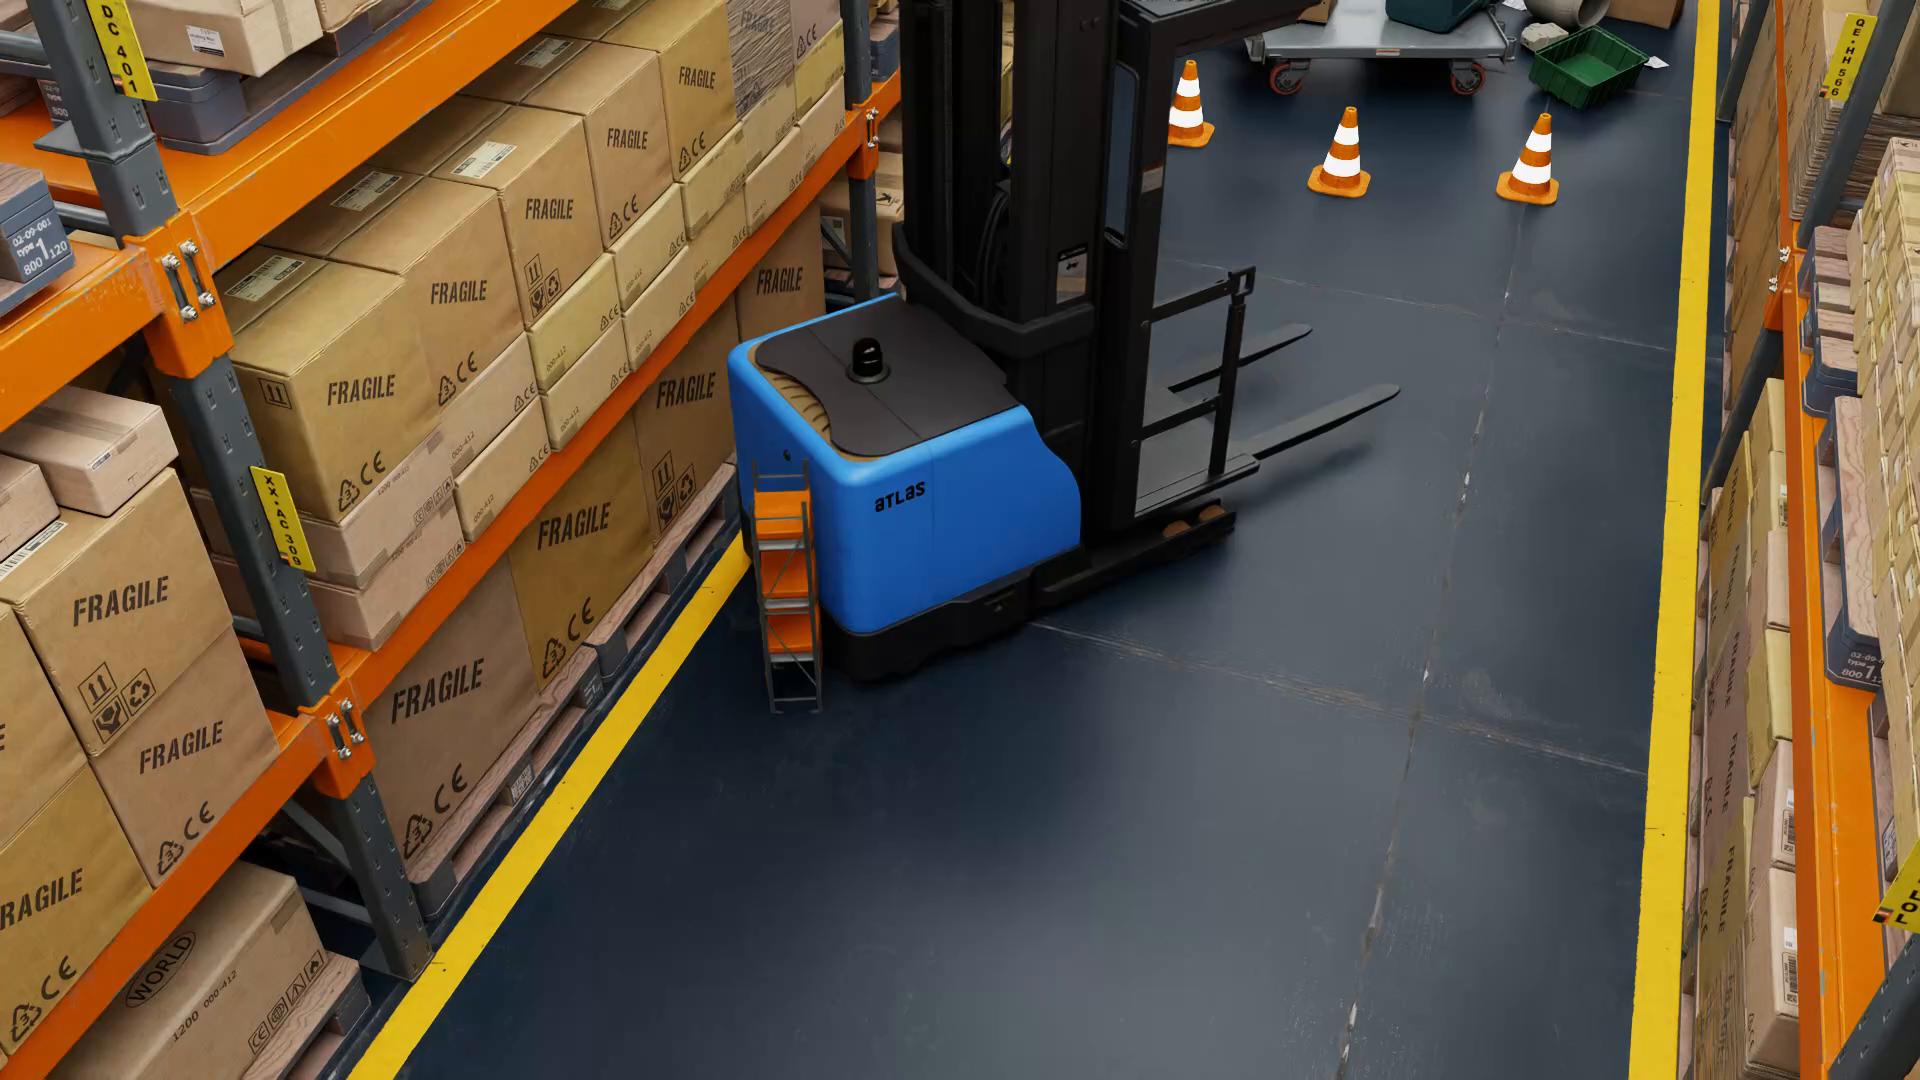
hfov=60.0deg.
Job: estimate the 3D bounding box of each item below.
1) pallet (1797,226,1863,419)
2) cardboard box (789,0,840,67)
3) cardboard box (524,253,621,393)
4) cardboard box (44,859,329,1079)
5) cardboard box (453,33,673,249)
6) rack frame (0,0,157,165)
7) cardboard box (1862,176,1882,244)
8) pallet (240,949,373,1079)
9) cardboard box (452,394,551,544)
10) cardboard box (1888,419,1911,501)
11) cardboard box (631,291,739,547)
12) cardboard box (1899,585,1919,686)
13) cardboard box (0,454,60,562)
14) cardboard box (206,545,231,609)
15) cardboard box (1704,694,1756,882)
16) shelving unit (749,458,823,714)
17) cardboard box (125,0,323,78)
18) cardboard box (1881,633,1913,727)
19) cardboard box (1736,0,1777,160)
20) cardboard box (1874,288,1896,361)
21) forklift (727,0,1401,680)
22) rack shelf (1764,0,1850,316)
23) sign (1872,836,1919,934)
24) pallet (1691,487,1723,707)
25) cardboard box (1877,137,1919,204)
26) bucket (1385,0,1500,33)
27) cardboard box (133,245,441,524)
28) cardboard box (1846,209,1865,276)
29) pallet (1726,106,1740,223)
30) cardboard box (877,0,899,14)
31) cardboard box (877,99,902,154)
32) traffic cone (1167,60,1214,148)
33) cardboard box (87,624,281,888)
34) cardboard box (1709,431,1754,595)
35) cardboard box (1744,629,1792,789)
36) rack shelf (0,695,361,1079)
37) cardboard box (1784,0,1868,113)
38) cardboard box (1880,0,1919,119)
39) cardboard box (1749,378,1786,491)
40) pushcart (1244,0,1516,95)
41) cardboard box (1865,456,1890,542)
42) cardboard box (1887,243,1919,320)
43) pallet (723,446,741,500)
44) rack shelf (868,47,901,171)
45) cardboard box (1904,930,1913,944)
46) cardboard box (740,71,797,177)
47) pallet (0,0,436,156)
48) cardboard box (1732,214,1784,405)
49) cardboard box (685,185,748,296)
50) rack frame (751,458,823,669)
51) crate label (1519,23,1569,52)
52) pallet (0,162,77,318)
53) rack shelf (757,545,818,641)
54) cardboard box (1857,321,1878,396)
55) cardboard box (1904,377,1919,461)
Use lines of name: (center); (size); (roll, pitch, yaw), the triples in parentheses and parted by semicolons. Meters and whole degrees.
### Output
pallet: (3.651, -0.685, 5.889); (1.213, 0.211, 1.003); (13, 42, 15)
cardboard box: (-0.822, -2.298, 6.785); (0.500, 0.500, 0.500); (12, 42, 14)
cardboard box: (-1.494, -0.778, 5.581); (0.500, 0.250, 0.500); (14, 42, 16)
cardboard box: (-2.575, 1.361, 4.994); (0.875, 0.438, 0.875); (13, 42, 14)
cardboard box: (-1.346, -1.375, 5.703); (0.500, 0.500, 0.500); (13, 42, 14)
rack frame: (-2.259, -2.095, 2.773); (1.000, 3.000, 0.127); (13, 42, 15)
cardboard box: (3.441, -1.143, 5.919); (0.380, 0.149, 0.250); (15, 43, 17)
pallet: (-2.593, 1.694, 5.102); (1.003, 0.211, 1.213); (13, 42, 15)
cardboard box: (-1.685, -0.282, 5.385); (0.500, 0.250, 0.500); (12, 42, 14)
cardboard box: (2.913, -0.192, 4.804); (0.380, 0.149, 0.250); (15, 43, 17)
cardboard box: (-1.514, -0.658, 7.024); (0.875, 0.875, 0.875); (14, 42, 16)
cardboard box: (2.644, 0.281, 4.251); (0.380, 0.149, 0.250); (12, 42, 14)
cardboard box: (-2.257, -0.083, 3.689); (0.380, 0.149, 0.250); (14, 43, 16)
cardboard box: (-2.343, -0.086, 5.155); (0.500, 0.250, 0.500); (12, 42, 14)
cardboard box: (2.799, 0.883, 5.506); (0.500, 0.500, 0.500); (12, 42, 14)
shelving unit: (-0.642, 0.190, 6.219); (0.215, 1.050, 0.252); (-2, 41, -2)
cardboard box: (-1.759, -1.290, 3.920); (0.396, 0.266, 0.258); (13, 42, 15)
cardboard box: (2.638, 0.411, 4.328); (0.380, 0.149, 0.250); (11, 42, 13)
cardboard box: (5.035, -2.561, 9.350); (1.050, 0.750, 0.750); (13, 42, 15)
cardboard box: (3.176, -0.660, 5.353); (0.380, 0.149, 0.250); (13, 42, 15)
forklift: (0.594, -1.300, 6.515); (3.031, 2.935, 1.130); (-22, 45, -24)
rack shelf: (4.479, -2.162, 8.027); (1.077, 0.370, 4.000); (13, 42, 15)
sign: (1.904, 0.662, 3.270); (0.100, 0.325, 0.005); (13, 42, 15)
pallet: (3.526, 0.321, 6.711); (1.003, 0.211, 1.213); (13, 42, 15)
cardboard box: (3.453, -1.265, 5.833); (0.380, 0.149, 0.250); (13, 42, 15)
bucket: (3.043, -3.583, 10.490); (0.726, 0.611, 0.620); (29, 58, 29)
cardboard box: (-1.838, -0.436, 4.603); (0.500, 0.500, 0.500); (14, 42, 16)
cardboard box: (3.452, -1.052, 6.042); (0.380, 0.149, 0.250); (13, 42, 14)
pallet: (4.970, -2.107, 9.557); (1.003, 0.211, 1.213); (13, 42, 15)
cardboard box: (-0.477, -2.639, 7.902); (0.380, 0.149, 0.250); (11, 42, 12)
cardboard box: (-0.444, -2.207, 9.227); (0.950, 0.372, 0.625); (13, 42, 14)
traffic cone: (1.368, -2.660, 10.012); (0.336, 0.463, 0.334); (13, 42, 15)
cardboard box: (-2.177, 0.488, 4.289); (0.500, 0.500, 0.500); (14, 42, 15)
cardboard box: (3.313, -0.050, 6.600); (0.500, 0.500, 0.500); (12, 42, 13)
cardboard box: (2.800, 0.583, 5.280); (0.500, 0.250, 0.500); (12, 42, 13)
rack shelf: (-2.943, 1.680, 3.524); (1.077, 0.370, 4.000); (13, 42, 15)
cardboard box: (4.040, -2.197, 7.437); (0.500, 0.500, 0.500); (13, 42, 14)
cardboard box: (3.958, -1.906, 6.325); (0.700, 0.500, 0.500); (13, 42, 15)
cardboard box: (3.332, -0.343, 6.366); (0.500, 0.250, 0.500); (11, 42, 13)
pushcart: (2.636, -3.219, 10.733); (1.648, 0.377, 0.936); (0, 40, 0)
cardboard box: (2.911, -0.084, 4.908); (0.380, 0.149, 0.250); (12, 42, 14)
cardboard box: (3.186, -0.793, 5.280); (0.380, 0.149, 0.250); (12, 42, 13)
pallet: (-1.232, -0.728, 7.940); (1.003, 0.211, 1.213); (13, 42, 15)
rack shelf: (-0.207, -3.199, 9.243); (1.077, 0.370, 4.000); (13, 42, 15)
cardboard box: (2.377, 0.874, 3.785); (0.380, 0.149, 0.250); (12, 42, 14)
cardboard box: (-0.990, -1.721, 6.686); (0.500, 0.250, 0.500); (12, 42, 14)
pallet: (-1.992, -1.452, 4.477); (0.805, 0.209, 1.217); (12, 42, 13)
cardboard box: (4.088, -0.871, 7.370); (1.050, 0.750, 0.750); (13, 42, 14)
cardboard box: (-1.167, -1.211, 6.474); (0.500, 0.250, 0.500); (13, 42, 15)
rack frame: (-0.649, 0.111, 6.311); (0.200, 1.050, 0.008); (-2, 41, -2)
crate label: (3.886, -3.330, 11.047); (0.298, 0.136, 0.250); (-13, 42, -15)
pallet: (-2.549, -0.424, 3.193); (1.003, 0.211, 1.213); (13, 42, 15)
rack shelf: (-0.642, 0.198, 6.225); (0.215, 0.259, 0.240); (-2, 41, -2)
cardboard box: (3.178, -0.559, 5.464); (0.380, 0.149, 0.250); (15, 43, 17)
cardboard box: (2.918, -0.314, 4.719); (0.380, 0.149, 0.250); (13, 42, 14)
